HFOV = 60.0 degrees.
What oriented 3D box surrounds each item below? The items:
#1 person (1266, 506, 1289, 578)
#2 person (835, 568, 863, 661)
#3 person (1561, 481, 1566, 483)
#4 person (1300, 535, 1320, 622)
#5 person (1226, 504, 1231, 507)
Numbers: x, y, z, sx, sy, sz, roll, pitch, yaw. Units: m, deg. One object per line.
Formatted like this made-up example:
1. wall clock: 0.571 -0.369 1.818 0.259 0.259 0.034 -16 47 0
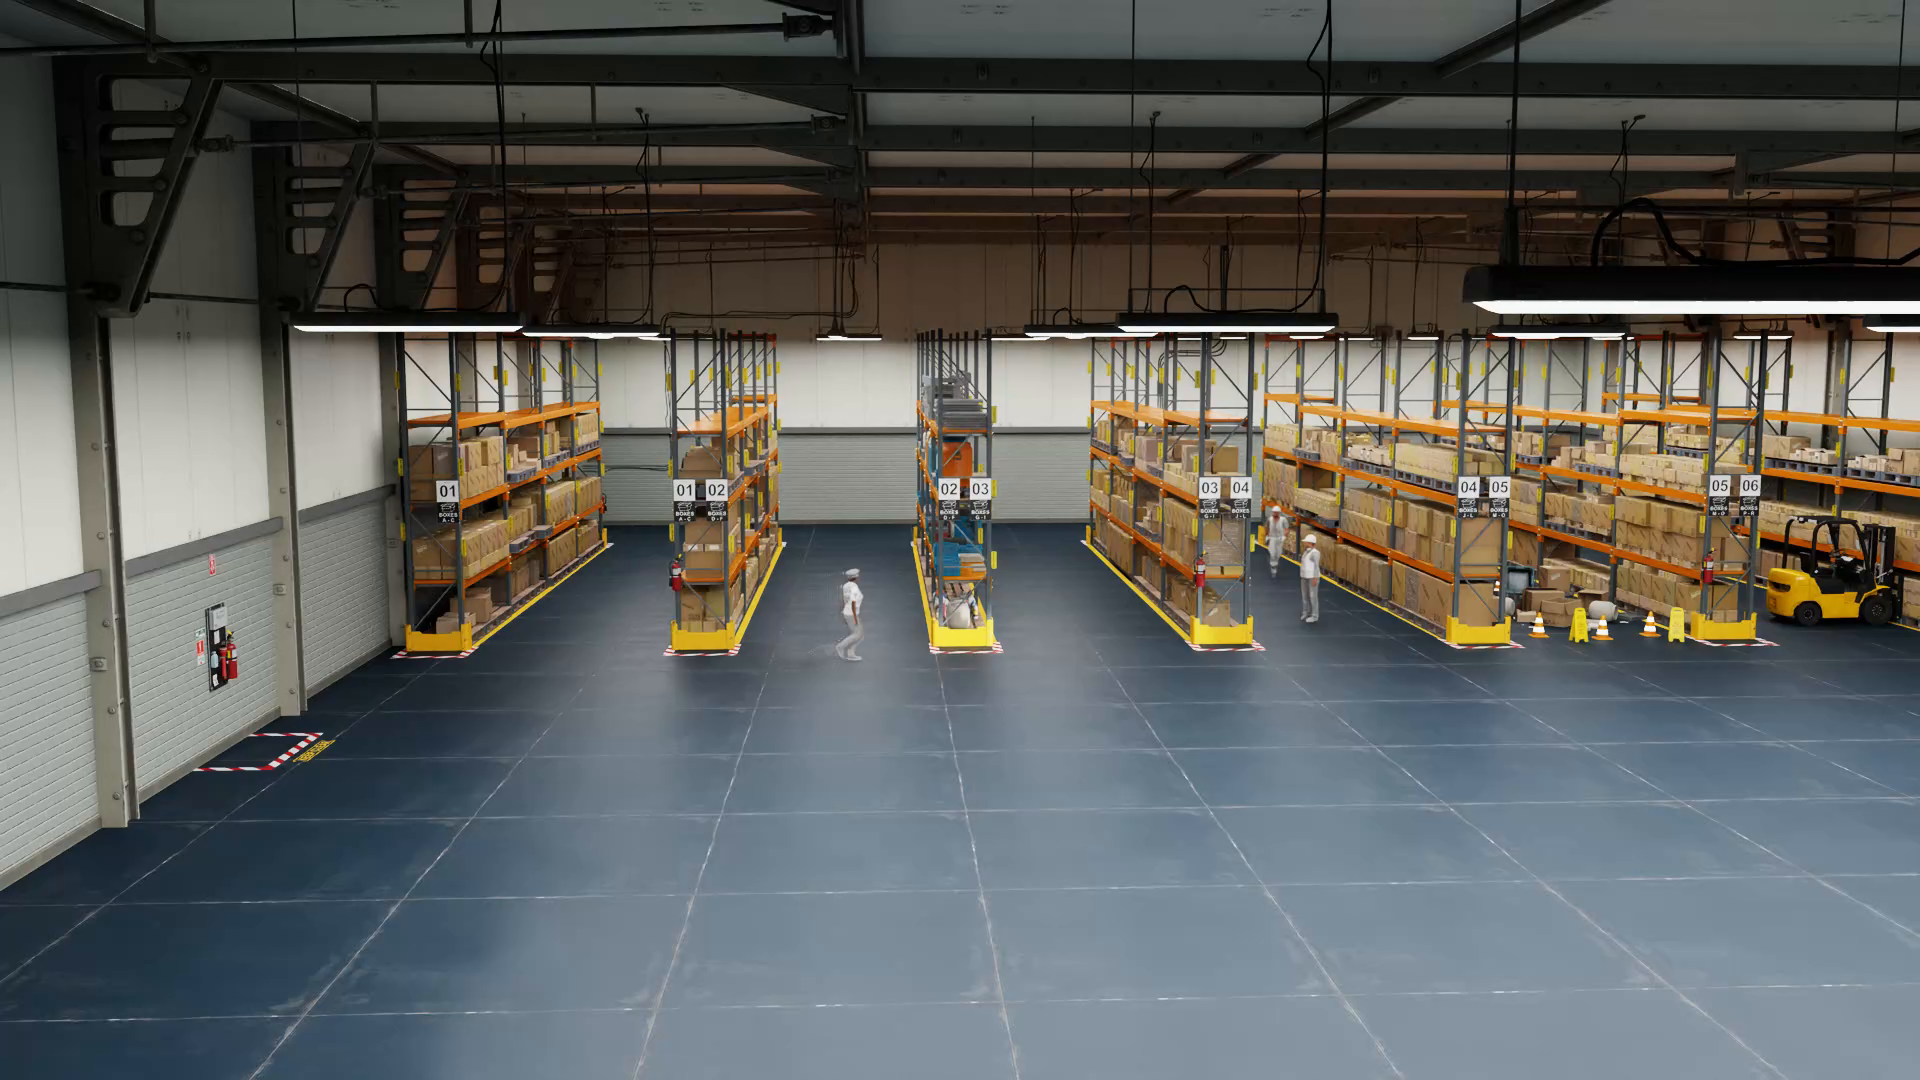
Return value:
1. person: 7.854 0.050 41.130 0.495 1.807 0.877 0 7 -1
2. person: -1.990 1.355 29.921 0.498 1.664 0.464 0 7 1
3. person: 18.111 -0.968 49.913 0.996 1.625 0.480 -1 7 -6
4. person: 7.251 0.780 34.494 0.418 1.783 0.530 -4 8 -30
5. person: 7.924 -0.849 49.328 0.498 1.512 0.845 2 7 19
